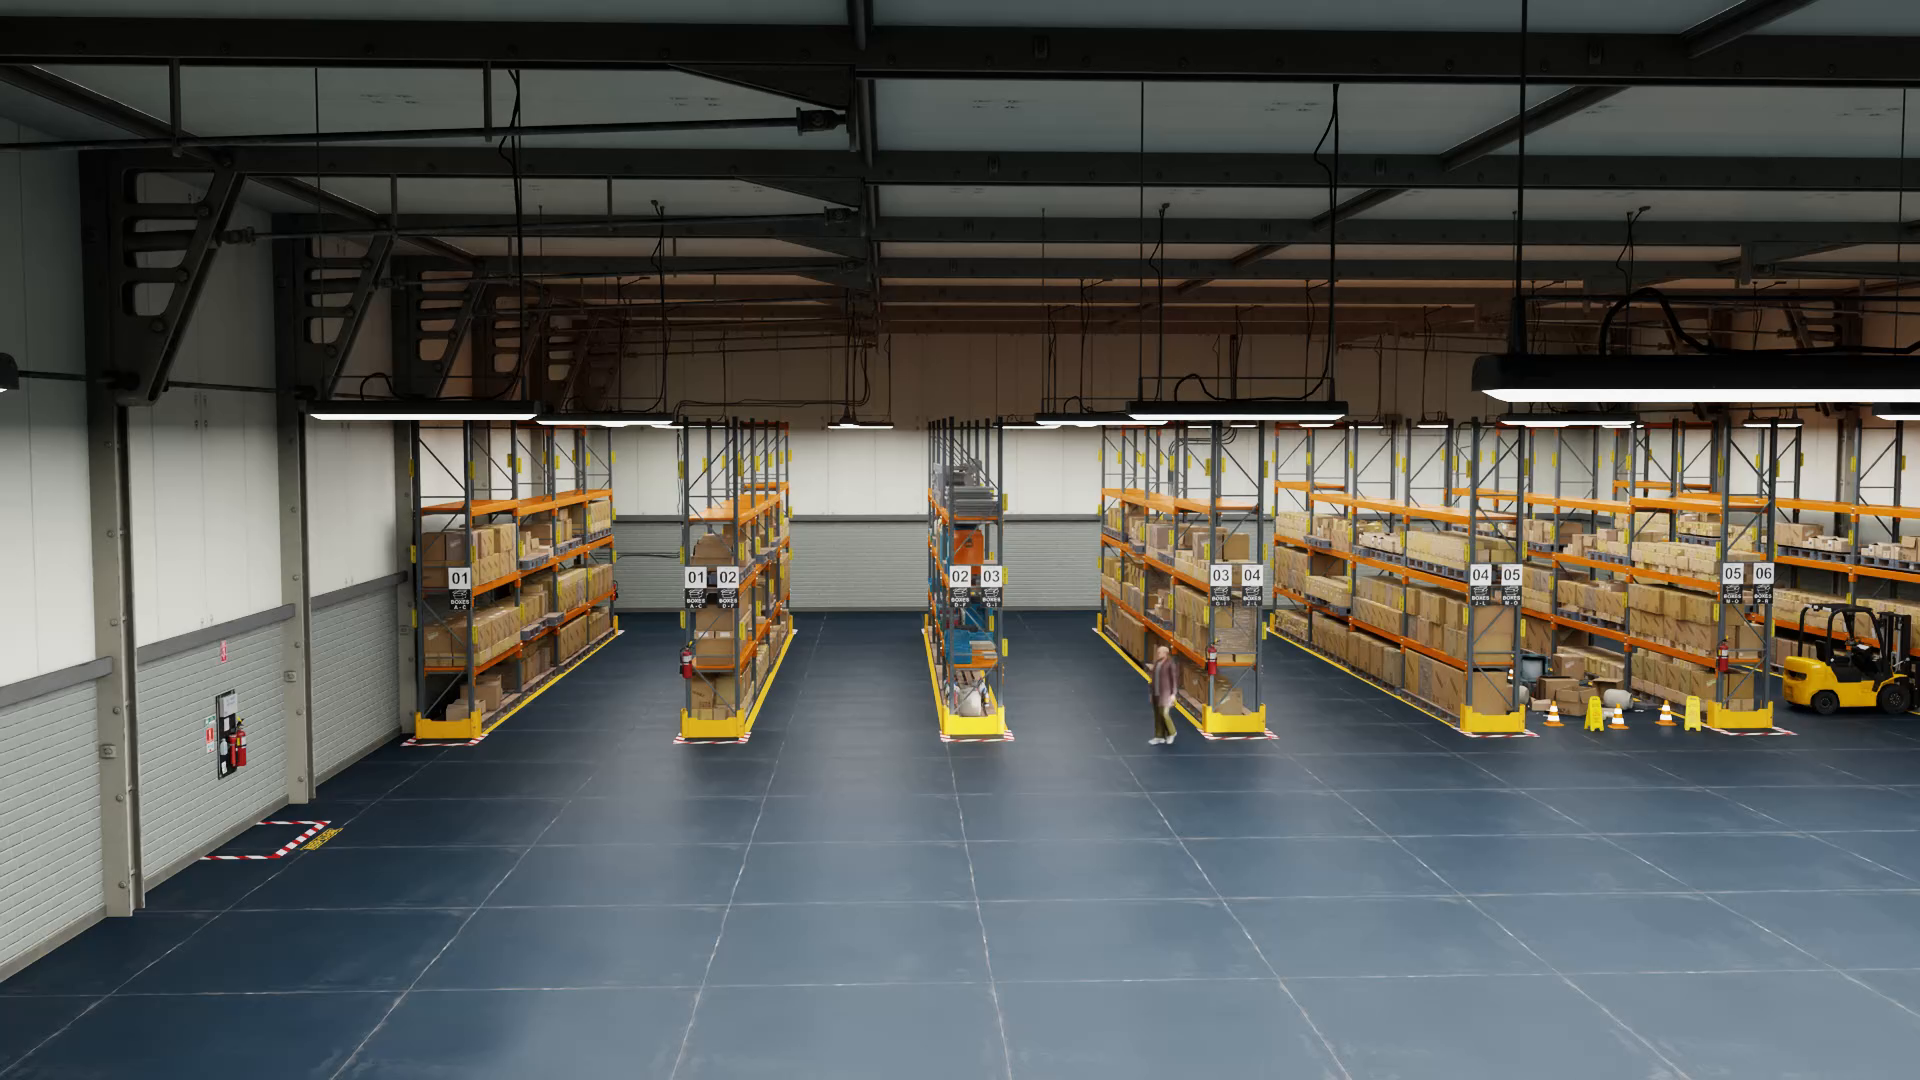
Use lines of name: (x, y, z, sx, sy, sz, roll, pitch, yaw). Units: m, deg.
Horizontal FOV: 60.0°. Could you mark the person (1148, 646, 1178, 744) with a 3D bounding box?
person: (3.705, 2.838, 30.428, 0.502, 1.781, 0.633, -3, 5, -38)
